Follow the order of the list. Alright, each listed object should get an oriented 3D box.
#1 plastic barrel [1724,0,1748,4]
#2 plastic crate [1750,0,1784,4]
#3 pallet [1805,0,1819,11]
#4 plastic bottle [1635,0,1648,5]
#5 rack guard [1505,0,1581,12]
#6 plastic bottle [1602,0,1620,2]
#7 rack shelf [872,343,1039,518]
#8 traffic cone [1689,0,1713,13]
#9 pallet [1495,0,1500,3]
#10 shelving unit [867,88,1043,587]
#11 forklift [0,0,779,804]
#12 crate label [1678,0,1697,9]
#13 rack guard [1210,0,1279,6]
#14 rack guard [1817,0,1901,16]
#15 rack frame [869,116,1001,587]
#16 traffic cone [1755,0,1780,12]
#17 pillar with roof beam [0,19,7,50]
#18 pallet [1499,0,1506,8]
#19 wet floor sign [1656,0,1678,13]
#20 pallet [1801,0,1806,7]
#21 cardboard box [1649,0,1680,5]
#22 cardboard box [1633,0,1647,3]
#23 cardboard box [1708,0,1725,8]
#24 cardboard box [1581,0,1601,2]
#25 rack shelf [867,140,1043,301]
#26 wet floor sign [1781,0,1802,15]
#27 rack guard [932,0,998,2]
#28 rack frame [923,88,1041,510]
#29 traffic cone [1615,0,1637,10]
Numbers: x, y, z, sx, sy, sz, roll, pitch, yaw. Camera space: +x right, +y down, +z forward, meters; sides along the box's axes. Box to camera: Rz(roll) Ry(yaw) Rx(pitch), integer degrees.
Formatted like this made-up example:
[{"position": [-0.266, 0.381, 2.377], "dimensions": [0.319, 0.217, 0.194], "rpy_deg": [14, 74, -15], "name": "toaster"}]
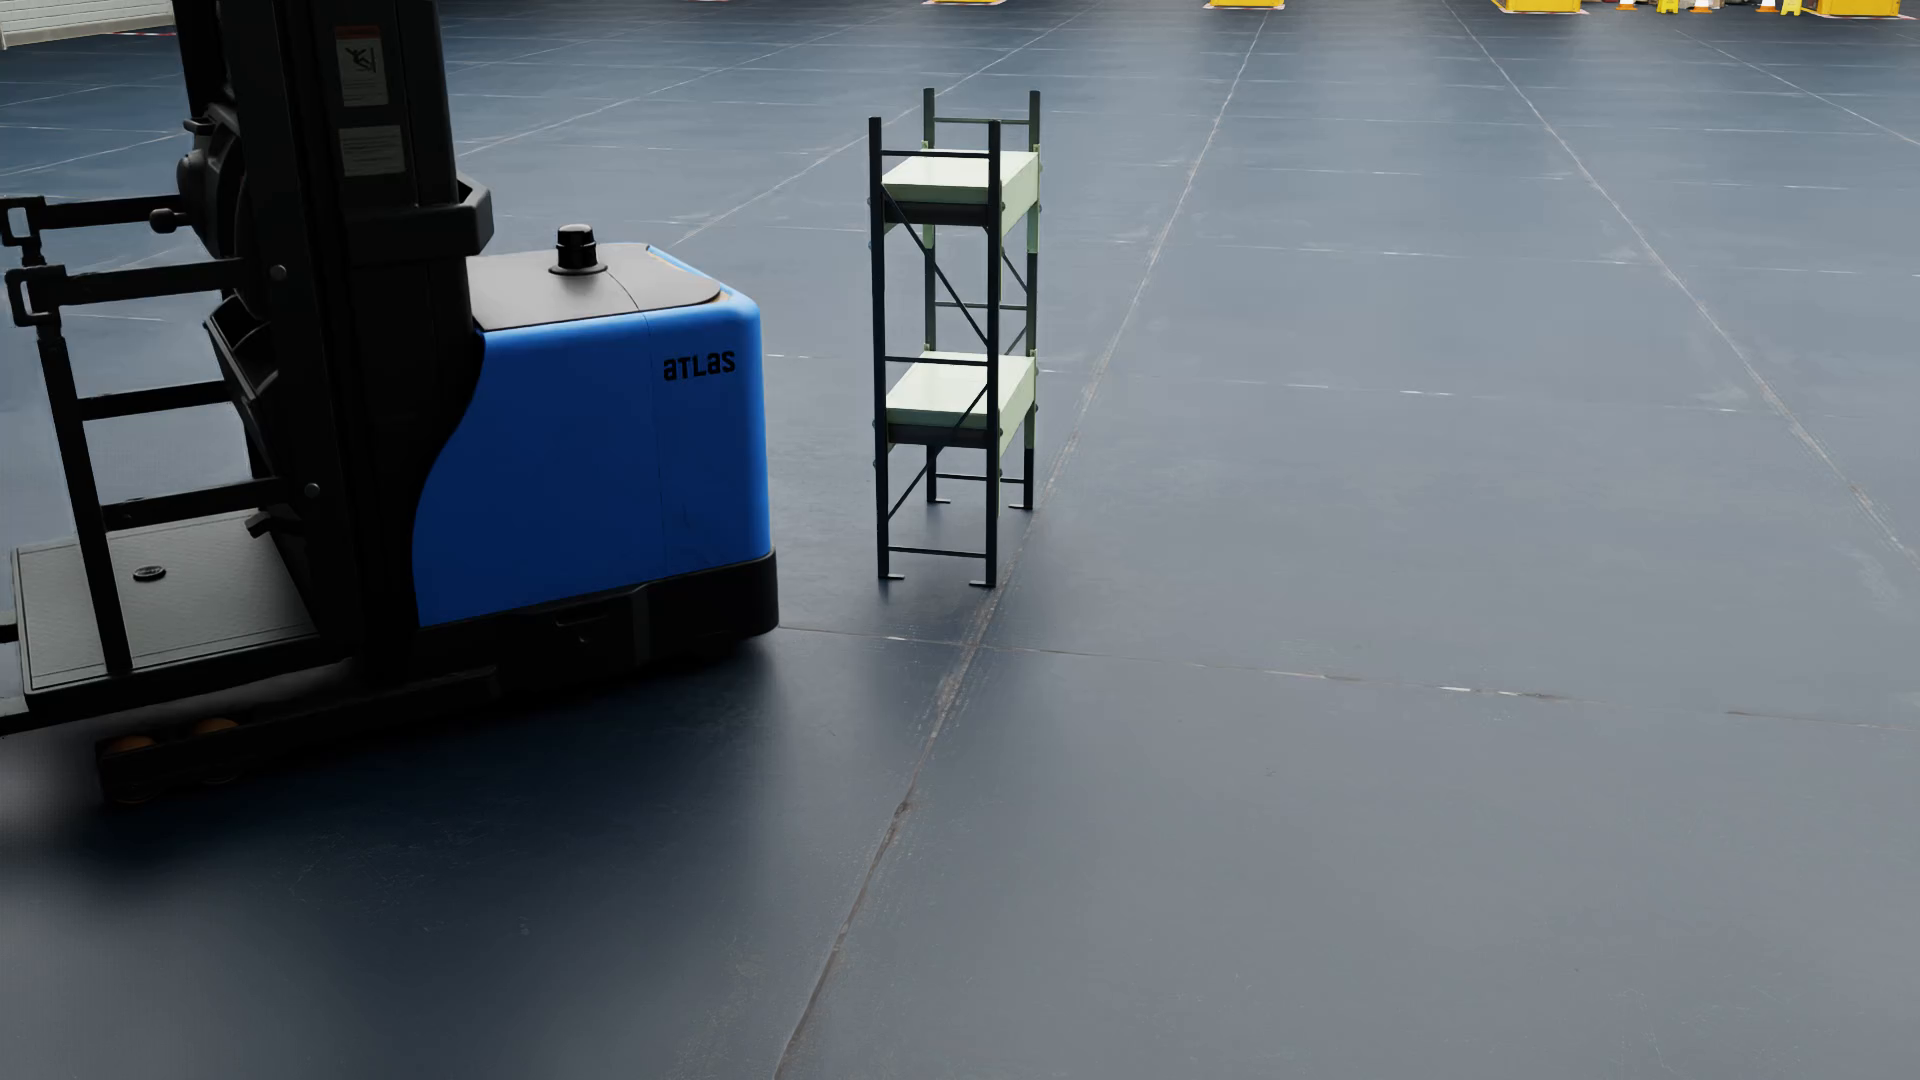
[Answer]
[{"position": [13.605, -9.645, 29.235], "dimensions": [0.421, 0.421, 0.512], "rpy_deg": [-16, 27, -35], "name": "plastic barrel"}, {"position": [14.359, -9.566, 29.499], "dimensions": [0.402, 0.080, 0.583], "rpy_deg": [-3, 22, -8], "name": "plastic crate"}, {"position": [14.882, -8.998, 27.912], "dimensions": [1.003, 0.211, 1.213], "rpy_deg": [4, 22, 11], "name": "pallet"}, {"position": [11.996, -9.475, 29.299], "dimensions": [0.133, 0.061, 0.283], "rpy_deg": [-3, 22, -8], "name": "plastic bottle"}, {"position": [9.794, -9.141, 27.882], "dimensions": [1.175, 0.500, 0.348], "rpy_deg": [4, 22, 11], "name": "rack guard"}, {"position": [11.641, -9.642, 29.713], "dimensions": [0.283, 0.061, 0.133], "rpy_deg": [-3, 22, -8], "name": "plastic bottle"}, {"position": [-0.001, -0.391, 5.689], "dimensions": [0.431, 0.370, 0.720], "rpy_deg": [4, 22, 11], "name": "rack shelf"}, {"position": [12.335, -9.008, 27.601], "dimensions": [0.336, 0.463, 0.334], "rpy_deg": [4, 22, 11], "name": "traffic cone"}, {"position": [10.137, -9.759, 29.803], "dimensions": [1.003, 0.211, 1.213], "rpy_deg": [4, 22, 11], "name": "pallet"}, {"position": [-0.001, -0.693, 5.567], "dimensions": [0.431, 1.500, 0.755], "rpy_deg": [4, 22, 11], "name": "shelving unit"}, {"position": [-2.087, -0.919, 4.212], "dimensions": [3.031, 2.935, 1.130], "rpy_deg": [-12, 25, -27], "name": "forklift"}, {"position": [12.434, -9.149, 28.388], "dimensions": [0.250, 0.136, 0.298], "rpy_deg": [-7, 23, -17], "name": "crate label"}, {"position": [4.980, -9.593, 29.003], "dimensions": [1.175, 0.500, 0.348], "rpy_deg": [4, 22, 11], "name": "rack guard"}, {"position": [14.681, -8.837, 27.127], "dimensions": [1.175, 0.500, 0.348], "rpy_deg": [4, 22, 11], "name": "rack guard"}, {"position": [-0.076, -0.559, 5.235], "dimensions": [0.400, 1.500, 0.023], "rpy_deg": [4, 22, 11], "name": "rack frame"}, {"position": [13.491, -9.048, 27.700], "dimensions": [0.336, 0.463, 0.334], "rpy_deg": [4, 22, 11], "name": "traffic cone"}, {"position": [-8.521, -10.245, 19.247], "dimensions": [9.100, 9.000, 0.400], "rpy_deg": [4, 22, 11], "name": "pillar with roof beam"}, {"position": [9.886, -9.314, 28.698], "dimensions": [1.003, 0.211, 1.213], "rpy_deg": [4, 22, 11], "name": "pallet"}, {"position": [11.732, -9.056, 27.475], "dimensions": [0.267, 0.644, 0.232], "rpy_deg": [1, 22, 2], "name": "wet floor sign"}, {"position": [15.133, -9.443, 29.017], "dimensions": [1.003, 0.211, 1.213], "rpy_deg": [4, 22, 11], "name": "pallet"}, {"position": [12.546, -9.646, 29.132], "dimensions": [0.797, 0.503, 0.637], "rpy_deg": [-11, 25, -26], "name": "cardboard box"}, {"position": [12.068, -9.735, 29.670], "dimensions": [0.396, 0.266, 0.258], "rpy_deg": [8, 23, 20], "name": "cardboard box"}, {"position": [12.956, -9.280, 28.696], "dimensions": [0.380, 0.149, 0.250], "rpy_deg": [18, 28, 38], "name": "cardboard box"}, {"position": [11.303, -9.968, 29.931], "dimensions": [0.500, 0.500, 0.500], "rpy_deg": [8, 23, 20], "name": "cardboard box"}, {"position": [-0.001, -1.055, 5.422], "dimensions": [0.431, 0.370, 0.720], "rpy_deg": [4, 22, 11], "name": "rack shelf"}, {"position": [13.580, -8.889, 27.061], "dimensions": [0.267, 0.644, 0.232], "rpy_deg": [13, 25, 29], "name": "wet floor sign"}, {"position": [0.085, -9.974, 29.949], "dimensions": [1.175, 0.500, 0.348], "rpy_deg": [4, 22, 11], "name": "rack guard"}, {"position": [0.073, -0.827, 5.900], "dimensions": [0.400, 1.500, 0.023], "rpy_deg": [4, 22, 11], "name": "rack frame"}, {"position": [11.298, -9.219, 28.124], "dimensions": [0.336, 0.463, 0.334], "rpy_deg": [4, 22, 11], "name": "traffic cone"}]
